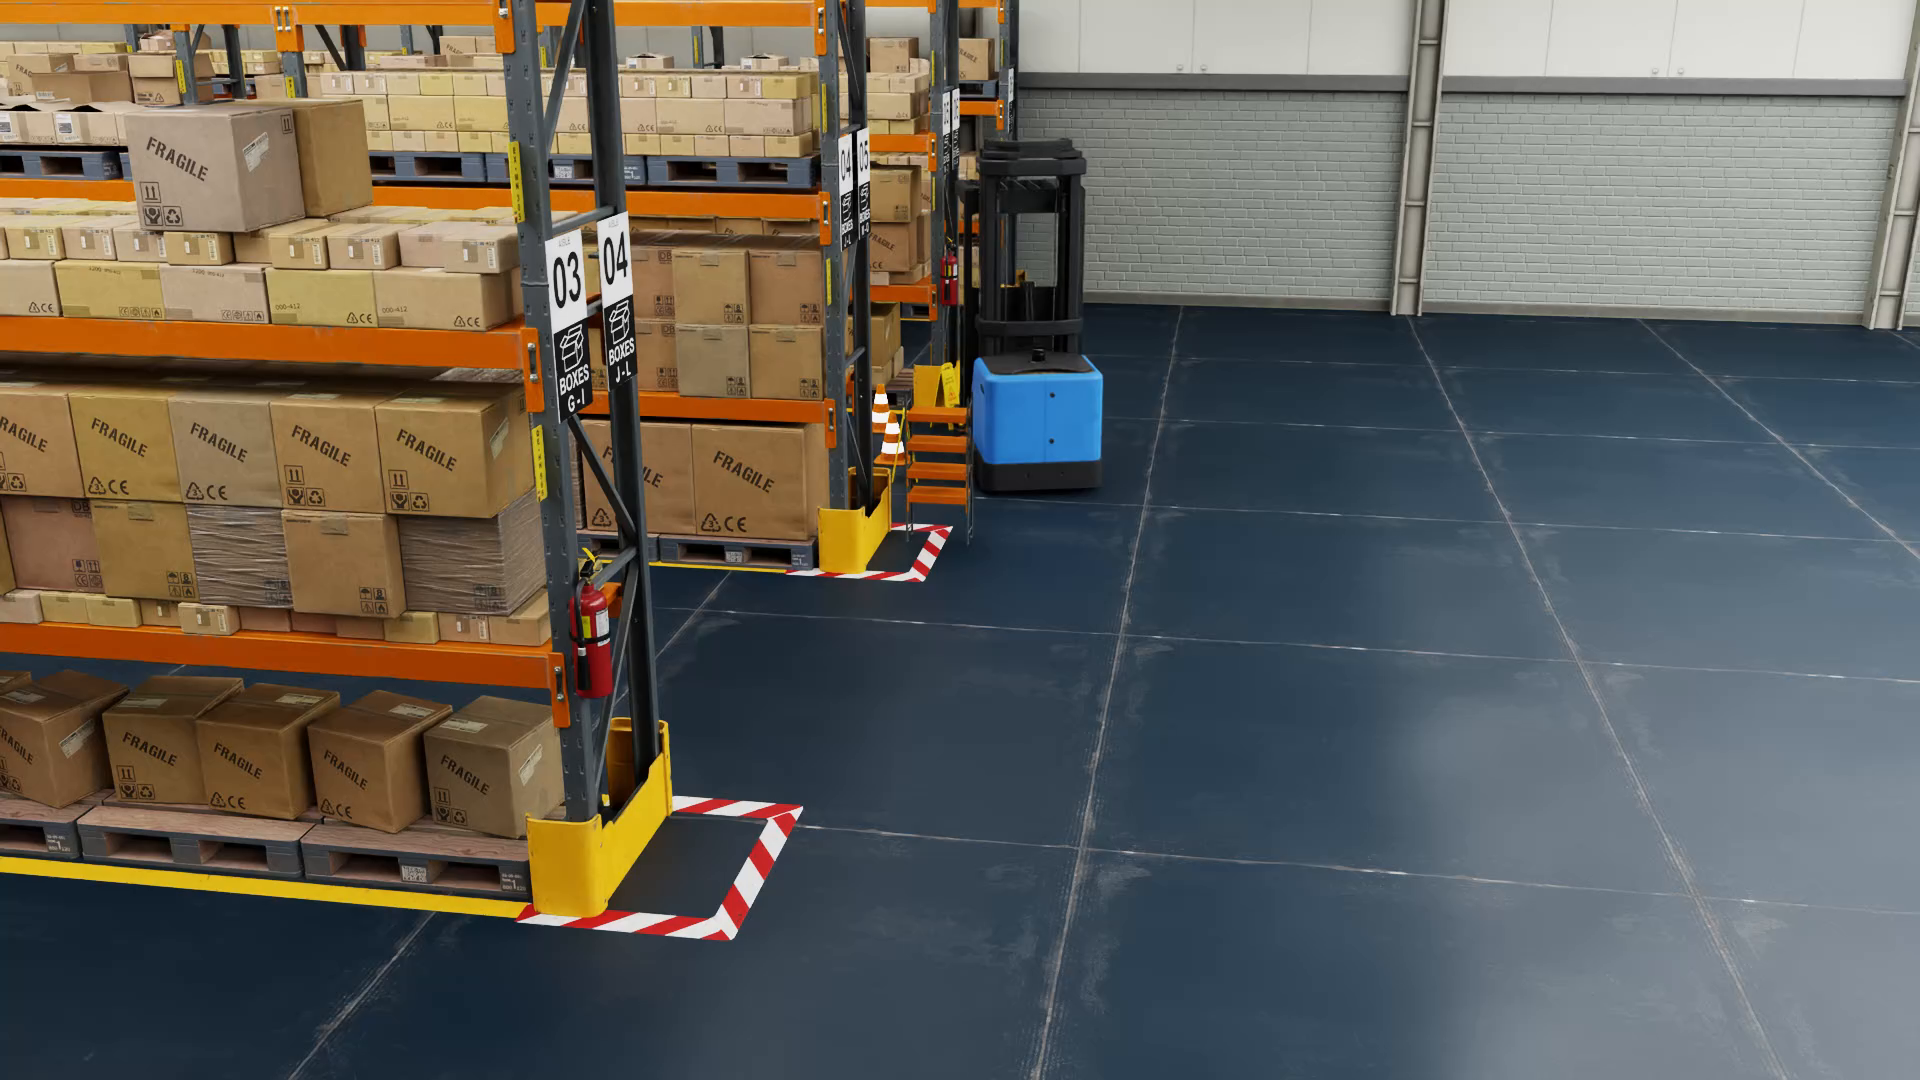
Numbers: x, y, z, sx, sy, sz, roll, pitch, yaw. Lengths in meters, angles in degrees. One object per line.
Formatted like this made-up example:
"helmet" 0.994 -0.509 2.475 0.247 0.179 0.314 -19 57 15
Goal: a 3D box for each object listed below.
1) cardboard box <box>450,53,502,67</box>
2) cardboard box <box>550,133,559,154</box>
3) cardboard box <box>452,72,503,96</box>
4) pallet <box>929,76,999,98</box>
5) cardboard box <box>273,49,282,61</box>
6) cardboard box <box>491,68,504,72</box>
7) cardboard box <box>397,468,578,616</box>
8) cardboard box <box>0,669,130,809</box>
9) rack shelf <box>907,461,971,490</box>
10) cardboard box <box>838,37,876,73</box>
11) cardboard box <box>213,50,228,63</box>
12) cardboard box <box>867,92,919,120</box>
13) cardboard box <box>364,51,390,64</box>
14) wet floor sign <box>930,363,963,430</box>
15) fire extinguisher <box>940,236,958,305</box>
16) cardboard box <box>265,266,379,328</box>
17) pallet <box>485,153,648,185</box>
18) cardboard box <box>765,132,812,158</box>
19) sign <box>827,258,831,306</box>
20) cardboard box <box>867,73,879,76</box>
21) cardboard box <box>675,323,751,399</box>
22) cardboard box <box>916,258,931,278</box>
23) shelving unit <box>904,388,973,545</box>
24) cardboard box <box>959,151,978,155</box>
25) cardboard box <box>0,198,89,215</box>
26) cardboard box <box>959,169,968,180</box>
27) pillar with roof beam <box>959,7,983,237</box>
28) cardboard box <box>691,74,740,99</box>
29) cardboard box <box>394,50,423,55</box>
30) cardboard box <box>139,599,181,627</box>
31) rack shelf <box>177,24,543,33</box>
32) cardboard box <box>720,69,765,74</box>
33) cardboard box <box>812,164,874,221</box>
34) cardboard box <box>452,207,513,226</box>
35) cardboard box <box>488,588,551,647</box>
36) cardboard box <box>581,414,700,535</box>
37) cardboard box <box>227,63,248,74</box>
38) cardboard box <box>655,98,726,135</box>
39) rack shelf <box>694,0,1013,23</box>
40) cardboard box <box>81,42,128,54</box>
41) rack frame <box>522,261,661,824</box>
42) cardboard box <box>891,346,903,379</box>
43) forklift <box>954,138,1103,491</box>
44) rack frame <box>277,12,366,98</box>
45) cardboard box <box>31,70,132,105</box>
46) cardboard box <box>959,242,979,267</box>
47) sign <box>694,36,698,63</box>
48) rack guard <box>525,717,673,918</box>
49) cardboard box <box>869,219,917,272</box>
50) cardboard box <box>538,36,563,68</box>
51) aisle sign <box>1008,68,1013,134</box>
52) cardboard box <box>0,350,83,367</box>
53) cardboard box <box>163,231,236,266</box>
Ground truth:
"cardboard box" -5.109 -5.077 17.809 0.500 0.250 0.500 3 19 7
"cardboard box" -2.980 -2.905 12.108 0.250 0.149 0.380 3 19 9
"cardboard box" -3.475 -3.309 12.059 0.250 0.149 0.380 3 19 9
"pallet" -0.063 -5.891 21.594 1.213 0.211 1.003 3 19 9
"cardboard box" -9.376 -6.714 23.021 0.250 0.149 0.380 3 19 10
"cardboard box" -3.375 -3.516 12.675 0.250 0.149 0.380 3 19 9
"cardboard box" -2.263 -0.031 8.043 0.500 0.500 0.875 3 19 9
"cardboard box" -4.718 1.037 8.753 0.500 0.500 0.500 9 21 26
"rack shelf" -0.163 -0.514 13.159 0.480 0.148 0.258 3 19 9
"cardboard box" -1.411 -6.255 21.560 0.637 0.503 0.797 4 19 10
"cardboard box" -9.953 -6.593 22.660 0.250 0.149 0.380 3 19 9
"cardboard box" -0.700 -4.345 16.602 0.500 0.250 0.500 3 19 8
"cardboard box" -7.897 -6.522 22.479 0.250 0.149 0.380 2 19 7
"wet floor sign" -0.134 -1.450 16.620 0.232 0.644 0.267 10 21 27
"fire extinguisher" -0.112 -2.725 16.841 0.183 0.674 0.296 3 19 9
"cardboard box" -2.734 -1.127 7.453 0.500 0.250 0.500 3 19 9
"pallet" -2.780 -2.831 12.448 1.213 0.211 1.003 3 19 9
"cardboard box" -1.220 -2.816 11.841 0.250 0.149 0.380 3 19 9
"sign" -0.937 -1.848 11.900 0.005 0.325 0.100 3 19 9
"cardboard box" -0.959 -4.714 17.077 0.250 0.149 0.380 3 19 9
"cardboard box" -1.758 -1.452 12.679 0.550 0.550 0.875 3 19 9
"cardboard box" -0.455 -2.874 17.562 0.250 0.149 0.380 3 19 9
"shelving unit" -0.163 -0.577 13.138 0.503 1.200 0.258 3 19 9
"cardboard box" 0.081 -5.080 22.108 0.250 0.149 0.380 4 19 11
"cardboard box" -4.519 -1.589 8.206 0.250 0.149 0.380 2 19 7
"cardboard box" -0.012 -4.755 21.607 0.250 0.149 0.380 3 19 10
"pillar with roof beam" -0.596 -6.280 17.891 0.400 9.000 9.100 3 19 9
"cardboard box" -1.723 -3.220 11.792 0.250 0.149 0.380 3 19 10
"cardboard box" -7.587 -6.656 22.880 0.250 0.149 0.380 2 19 7
"cardboard box" -3.772 0.286 8.117 0.250 0.149 0.380 3 19 9
"rack shelf" -6.076 -5.528 17.405 4.000 0.370 1.077 3 19 9
"cardboard box" -1.617 -3.426 12.407 0.250 0.149 0.380 3 19 8
"cardboard box" -1.190 -3.559 17.011 0.500 0.500 0.700 3 19 9
"cardboard box" -2.200 -1.477 7.870 0.250 0.149 0.380 3 19 10
"cardboard box" -2.038 0.363 7.888 0.250 0.149 0.380 3 19 9
"cardboard box" -2.387 -0.604 13.068 0.875 0.875 0.875 3 19 8
"cardboard box" -9.727 -6.415 22.596 0.250 0.149 0.380 3 19 10
"cardboard box" -1.859 -3.057 11.933 0.500 0.250 0.500 3 19 9
"rack shelf" -1.343 -6.881 21.452 4.000 0.370 1.077 3 19 9
"cardboard box" -11.753 -6.750 23.002 0.500 0.250 0.500 3 19 9
"rack frame" -1.724 0.193 7.998 0.127 3.000 1.000 3 19 9
"cardboard box" -0.905 -1.934 18.027 0.500 0.250 0.500 3 19 8
"forklift" 0.544 -2.234 15.362 1.130 2.935 3.031 -2 19 -7
"rack frame" -4.787 -4.402 12.277 0.127 3.000 1.000 3 19 9
"cardboard box" -6.976 -3.475 13.257 0.500 0.500 0.500 3 19 9
"cardboard box" 0.127 -3.761 21.913 0.500 0.250 0.500 4 19 10
"sign" -3.394 -6.314 21.409 0.005 0.325 0.100 3 19 9
"rack guard" -1.799 1.375 8.406 0.348 0.500 1.175 3 19 9
"cardboard box" -0.732 -3.041 17.038 0.500 0.500 0.500 3 19 8
"cardboard box" -5.586 -6.422 22.064 0.500 0.500 0.500 3 19 10
"aisle sign" 0.650 -5.604 21.228 0.004 0.787 0.394 3 19 9
"cardboard box" -4.692 -0.709 8.494 0.500 0.500 0.500 3 19 9
"cardboard box" -3.331 -1.331 7.435 0.250 0.149 0.380 2 19 6
